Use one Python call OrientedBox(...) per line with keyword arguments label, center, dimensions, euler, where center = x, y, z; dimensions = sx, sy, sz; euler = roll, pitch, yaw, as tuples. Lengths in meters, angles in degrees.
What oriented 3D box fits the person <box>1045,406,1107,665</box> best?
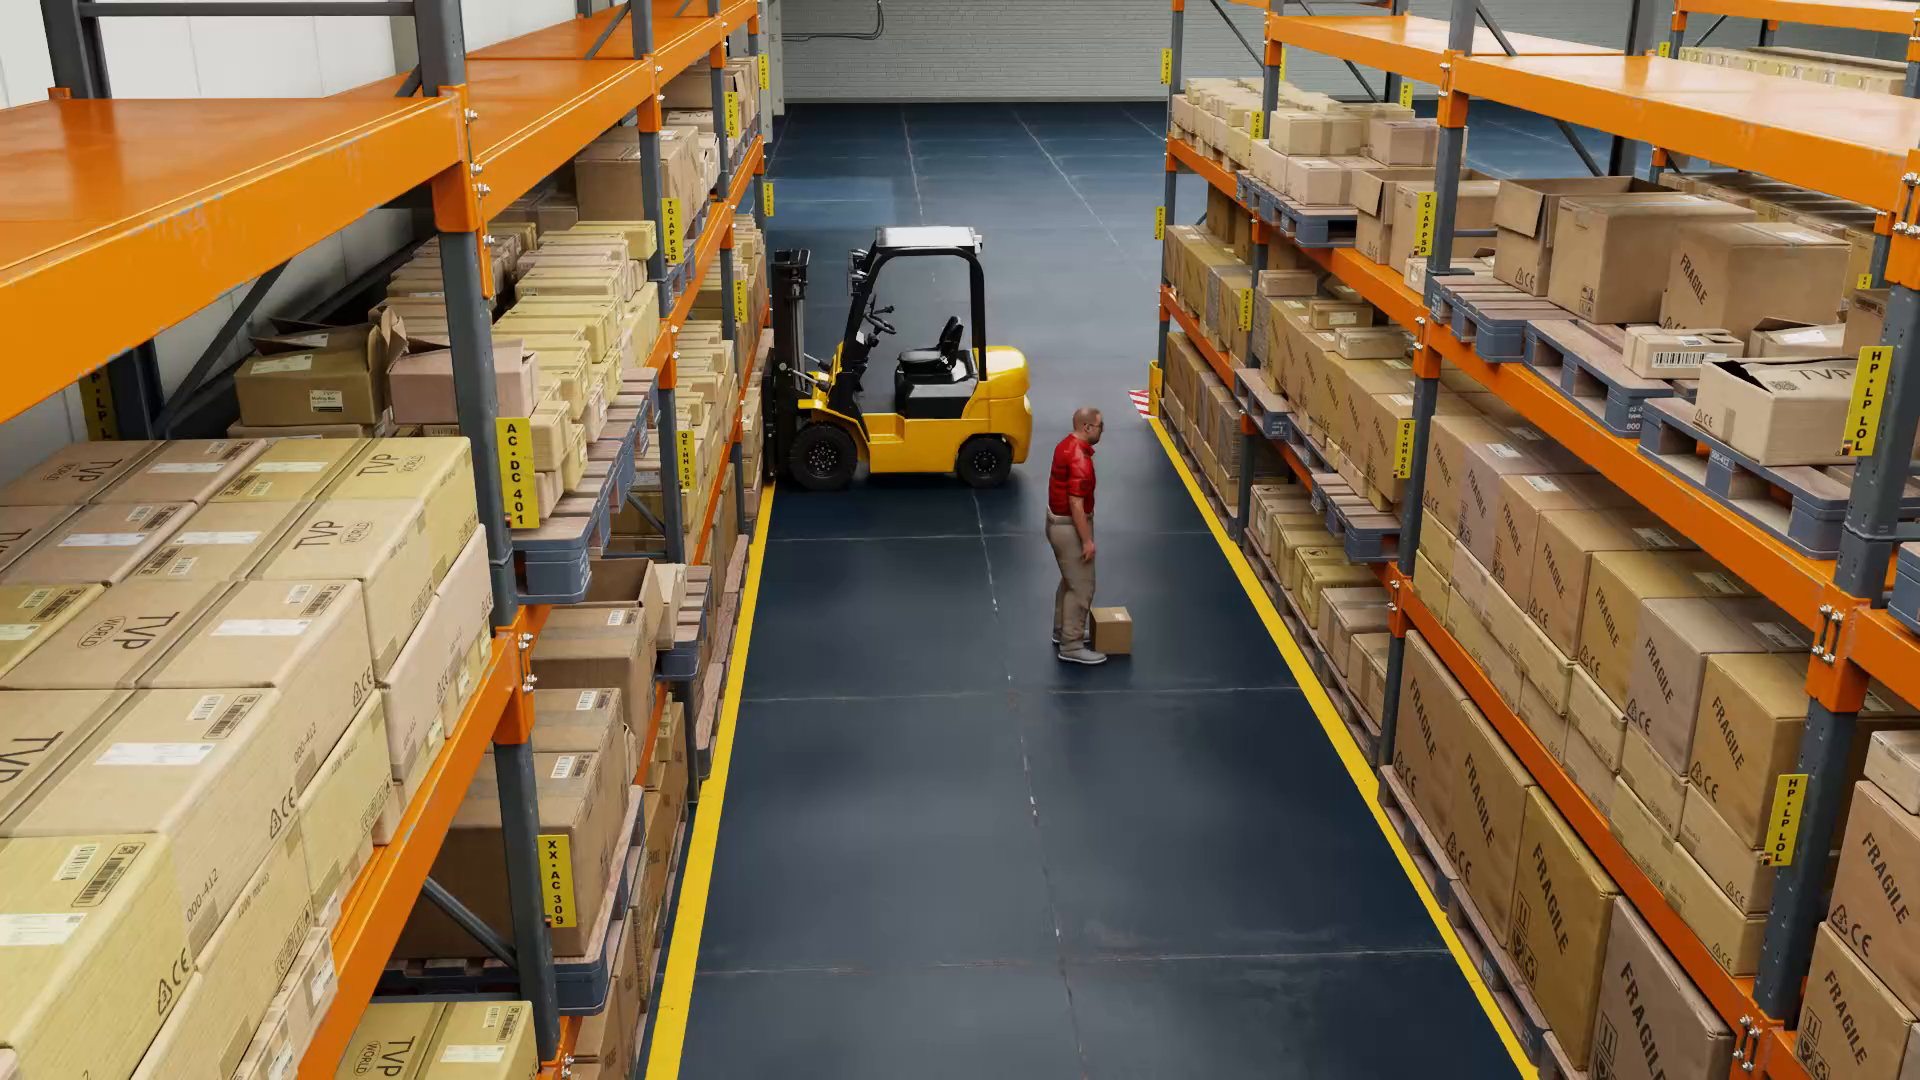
OrientedBox(label="person", center=(0.786, -0.057, 11.251), dimensions=(0.393, 1.726, 0.605), euler=(-2, 20, -6))
